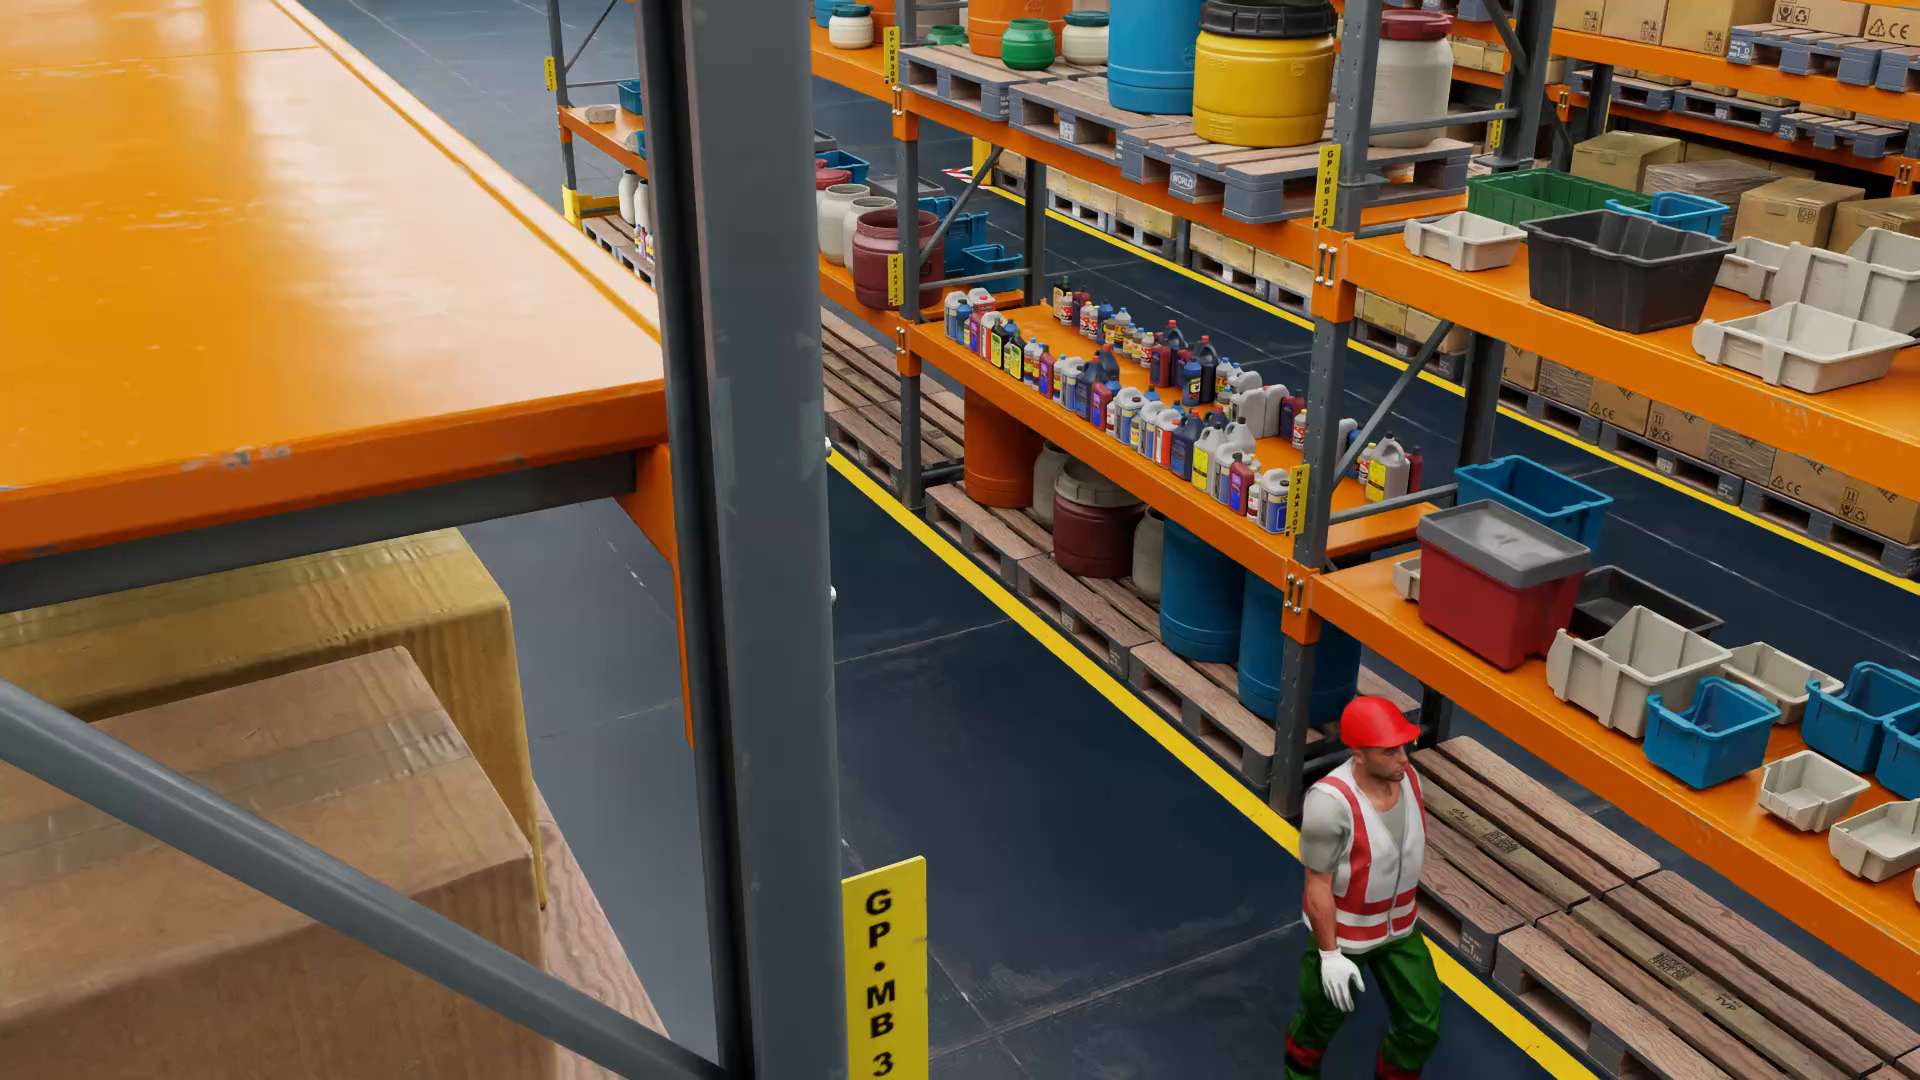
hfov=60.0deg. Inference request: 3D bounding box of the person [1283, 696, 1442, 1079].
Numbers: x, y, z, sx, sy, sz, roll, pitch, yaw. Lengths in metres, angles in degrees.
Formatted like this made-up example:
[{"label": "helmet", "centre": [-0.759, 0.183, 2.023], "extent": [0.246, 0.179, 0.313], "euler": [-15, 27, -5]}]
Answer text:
[{"label": "person", "centre": [1.391, 1.374, 5.694], "extent": [0.531, 1.844, 0.538], "euler": [-13, 28, -25]}]
